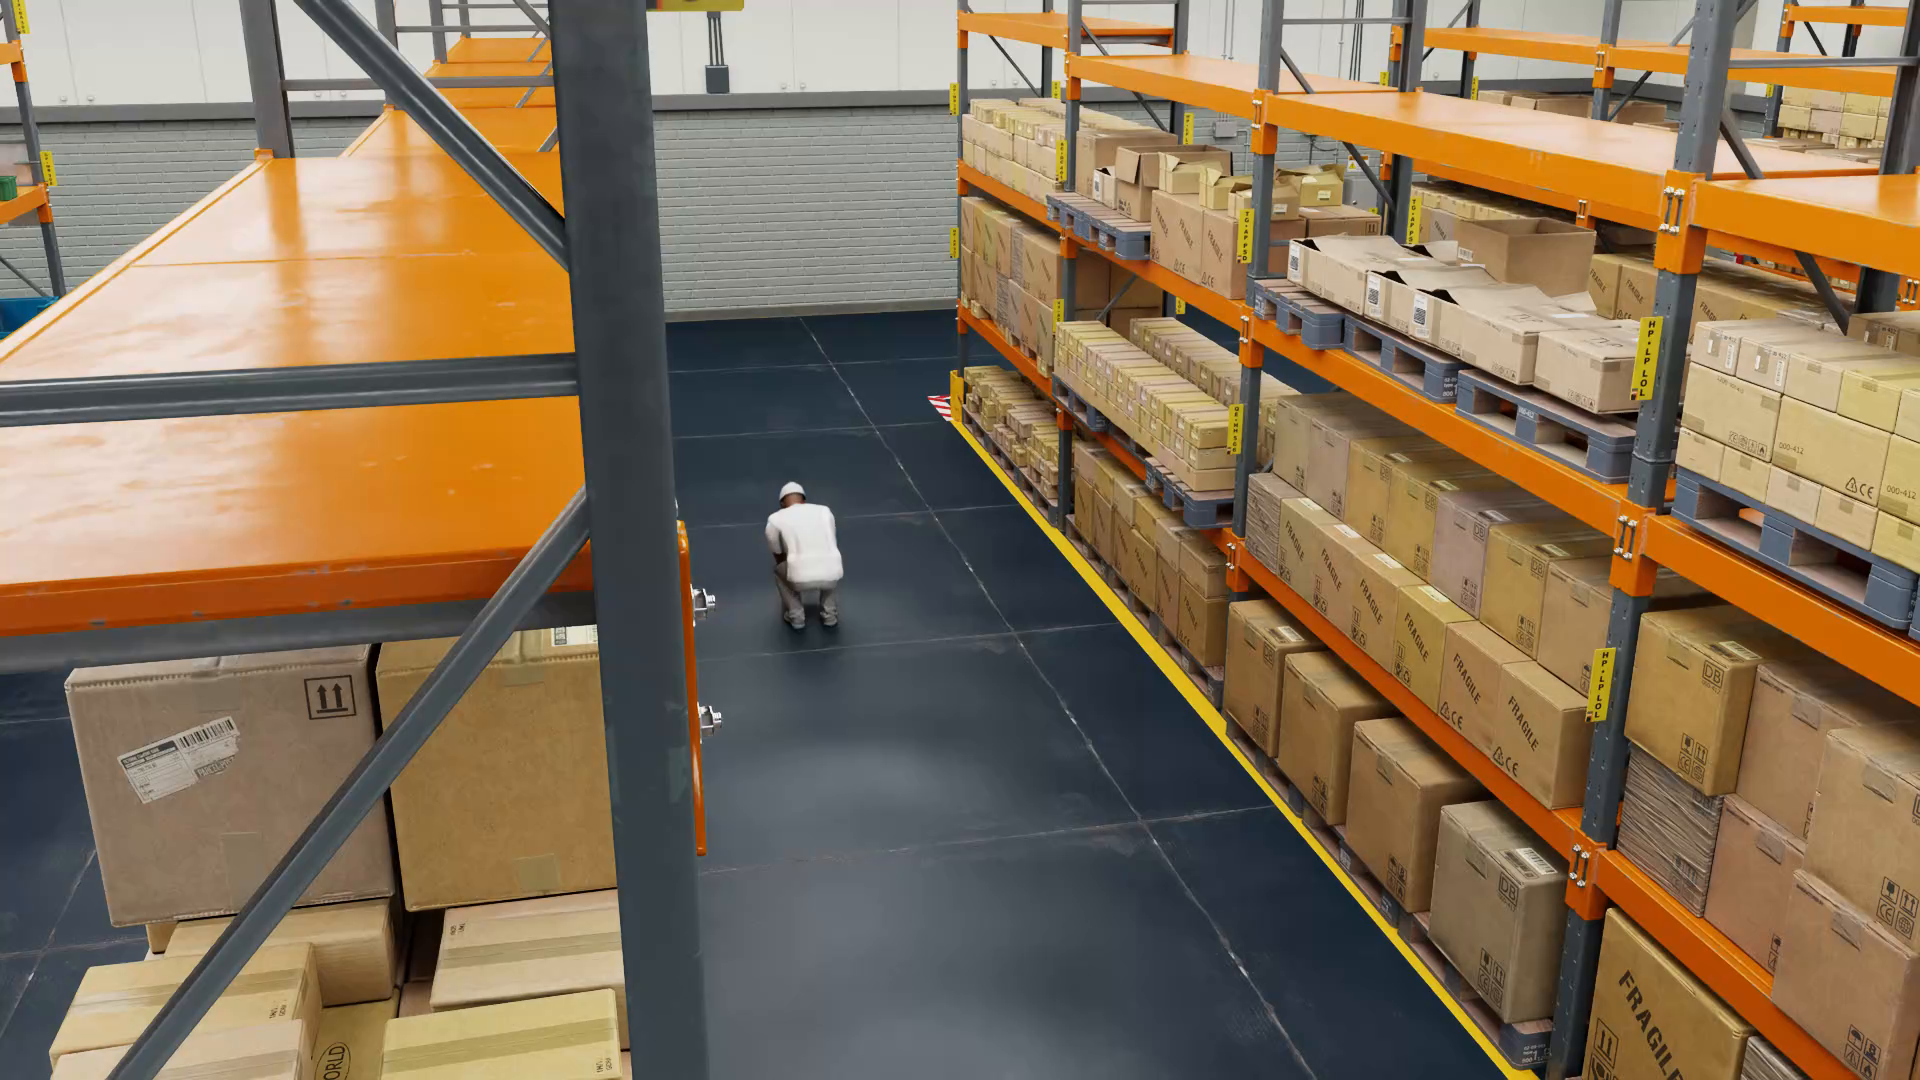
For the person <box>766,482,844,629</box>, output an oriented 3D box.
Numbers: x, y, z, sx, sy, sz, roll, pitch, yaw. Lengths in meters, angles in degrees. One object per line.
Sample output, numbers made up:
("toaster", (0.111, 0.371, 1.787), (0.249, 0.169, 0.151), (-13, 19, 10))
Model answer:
("person", (-1.216, 0.112, 12.869), (0.547, 1.008, 0.905), (-5, 20, -13))
